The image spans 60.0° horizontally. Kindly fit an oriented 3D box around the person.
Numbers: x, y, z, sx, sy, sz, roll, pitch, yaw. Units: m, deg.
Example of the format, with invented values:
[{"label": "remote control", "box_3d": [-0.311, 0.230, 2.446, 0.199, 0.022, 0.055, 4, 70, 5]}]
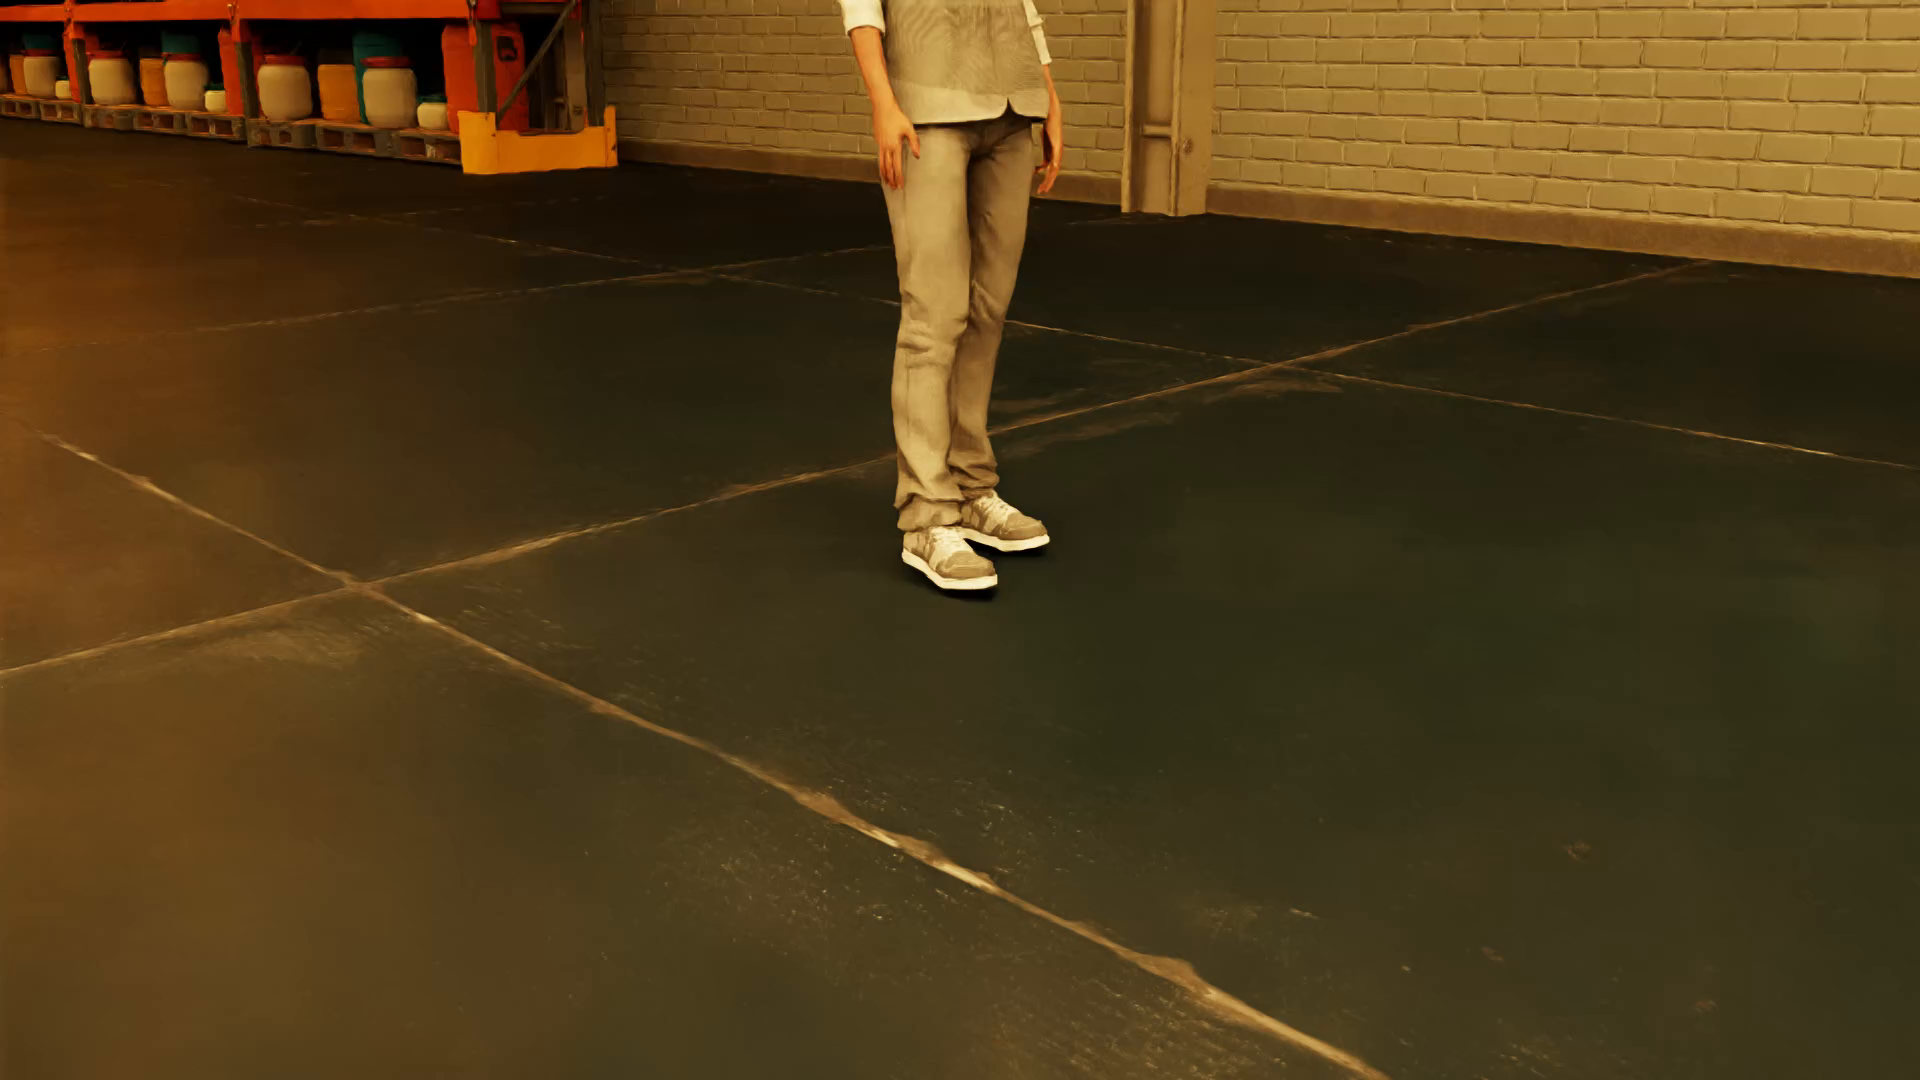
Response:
[{"label": "person", "box_3d": [0.043, -0.751, 3.098, 0.474, 1.597, 0.521, 16, 23, 42]}]
